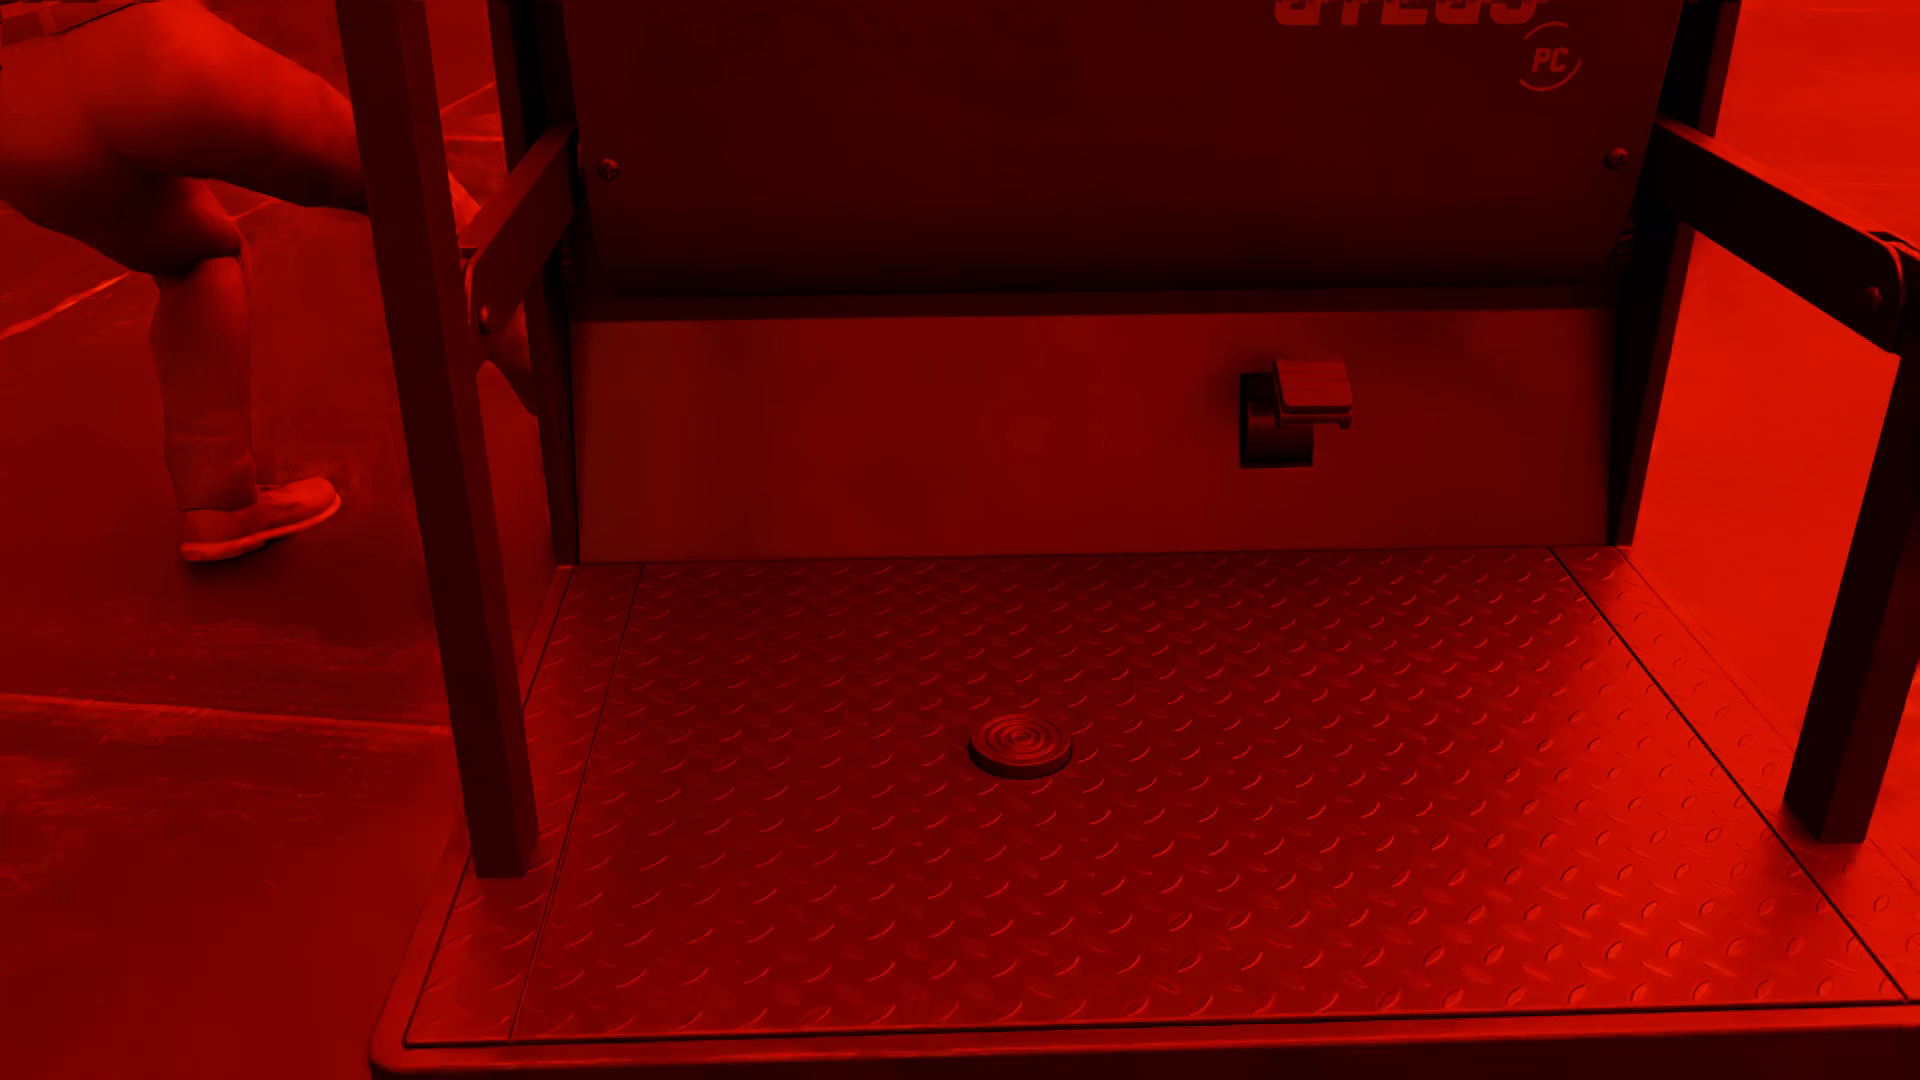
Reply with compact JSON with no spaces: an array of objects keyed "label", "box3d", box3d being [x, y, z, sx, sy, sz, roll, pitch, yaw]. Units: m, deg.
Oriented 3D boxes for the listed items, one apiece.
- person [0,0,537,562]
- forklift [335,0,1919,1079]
[{"label":"person","box3d":[-1.059,-0.710,2.390,1.342,1.414,0.797,-5,27,-10]},{"label":"forklift","box3d":[0.149,-0.884,0.988,1.130,2.935,3.031,-1,27,-2]}]
